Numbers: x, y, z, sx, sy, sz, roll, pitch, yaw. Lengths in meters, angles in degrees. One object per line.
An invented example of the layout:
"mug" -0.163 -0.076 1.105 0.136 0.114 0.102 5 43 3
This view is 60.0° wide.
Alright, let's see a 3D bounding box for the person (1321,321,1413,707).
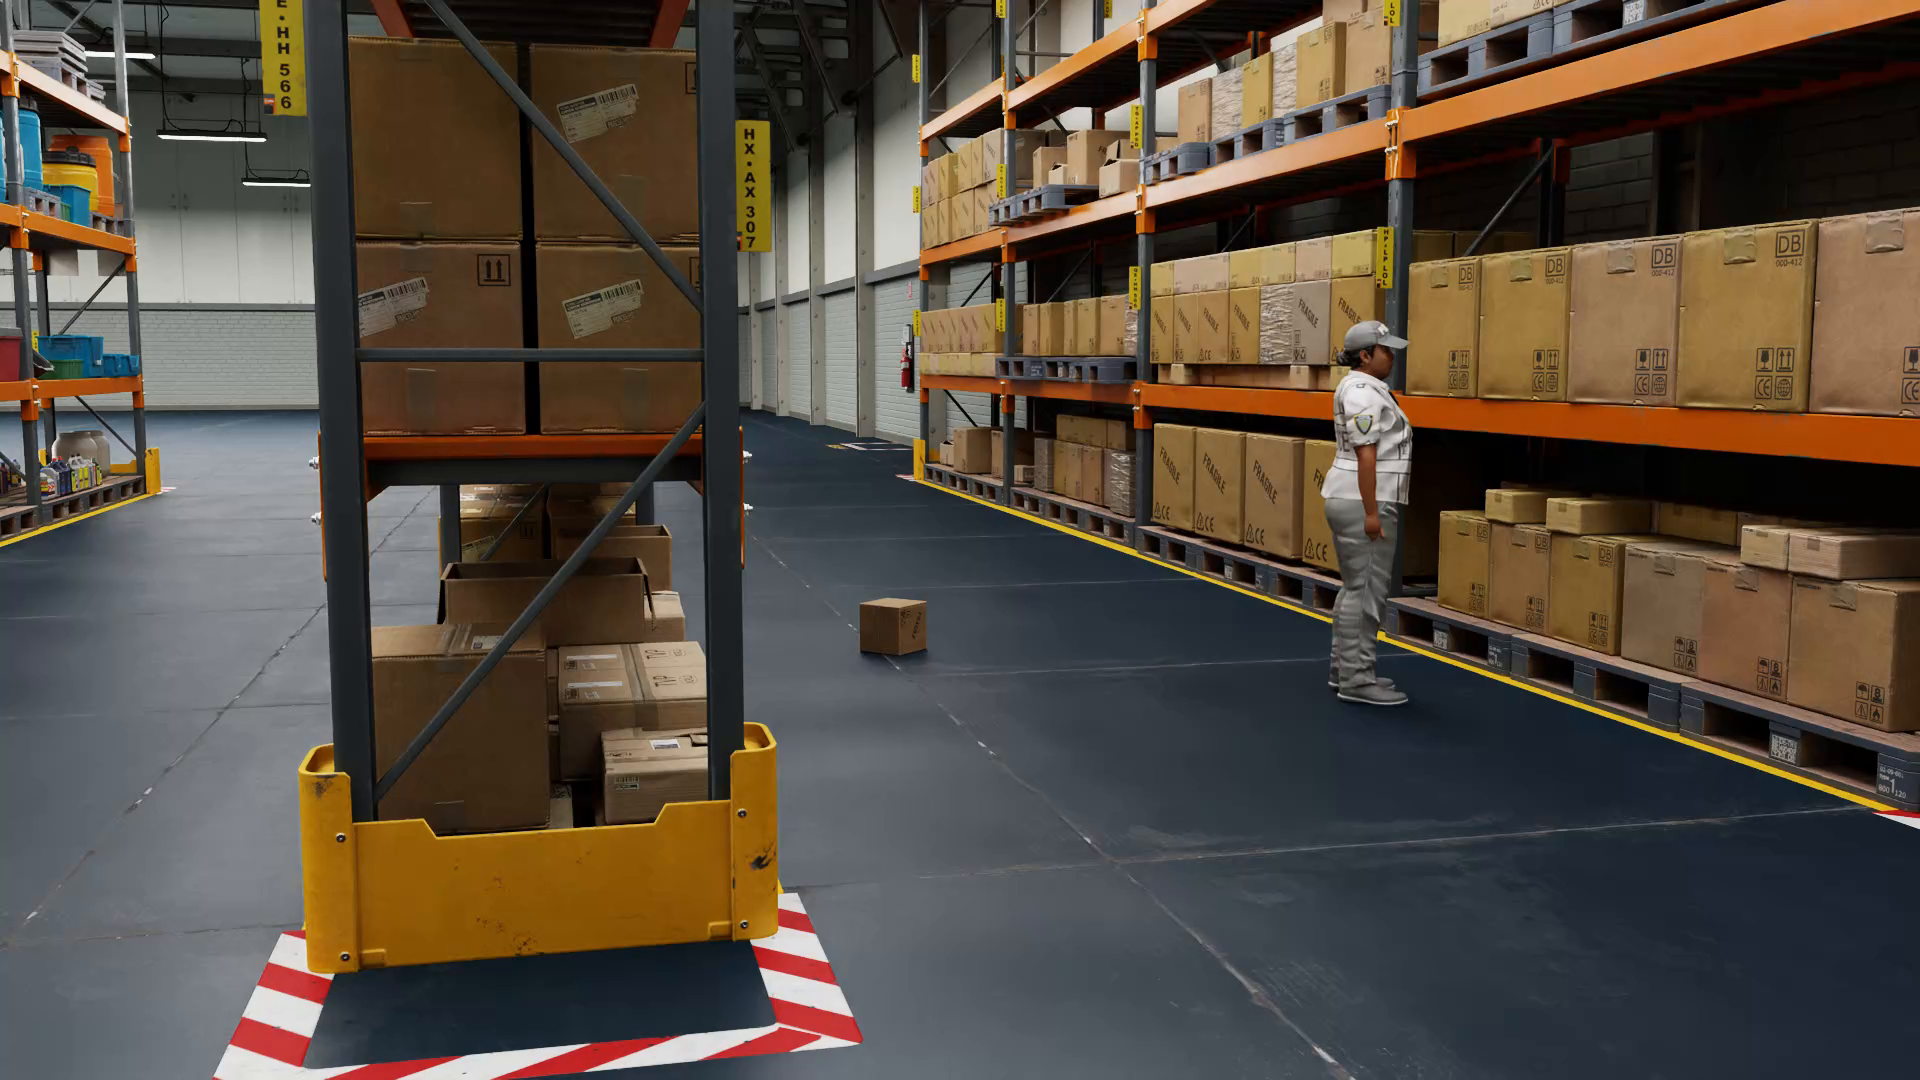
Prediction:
"person" 1.798 -0.129 7.350 0.387 1.669 0.474 1 6 5
